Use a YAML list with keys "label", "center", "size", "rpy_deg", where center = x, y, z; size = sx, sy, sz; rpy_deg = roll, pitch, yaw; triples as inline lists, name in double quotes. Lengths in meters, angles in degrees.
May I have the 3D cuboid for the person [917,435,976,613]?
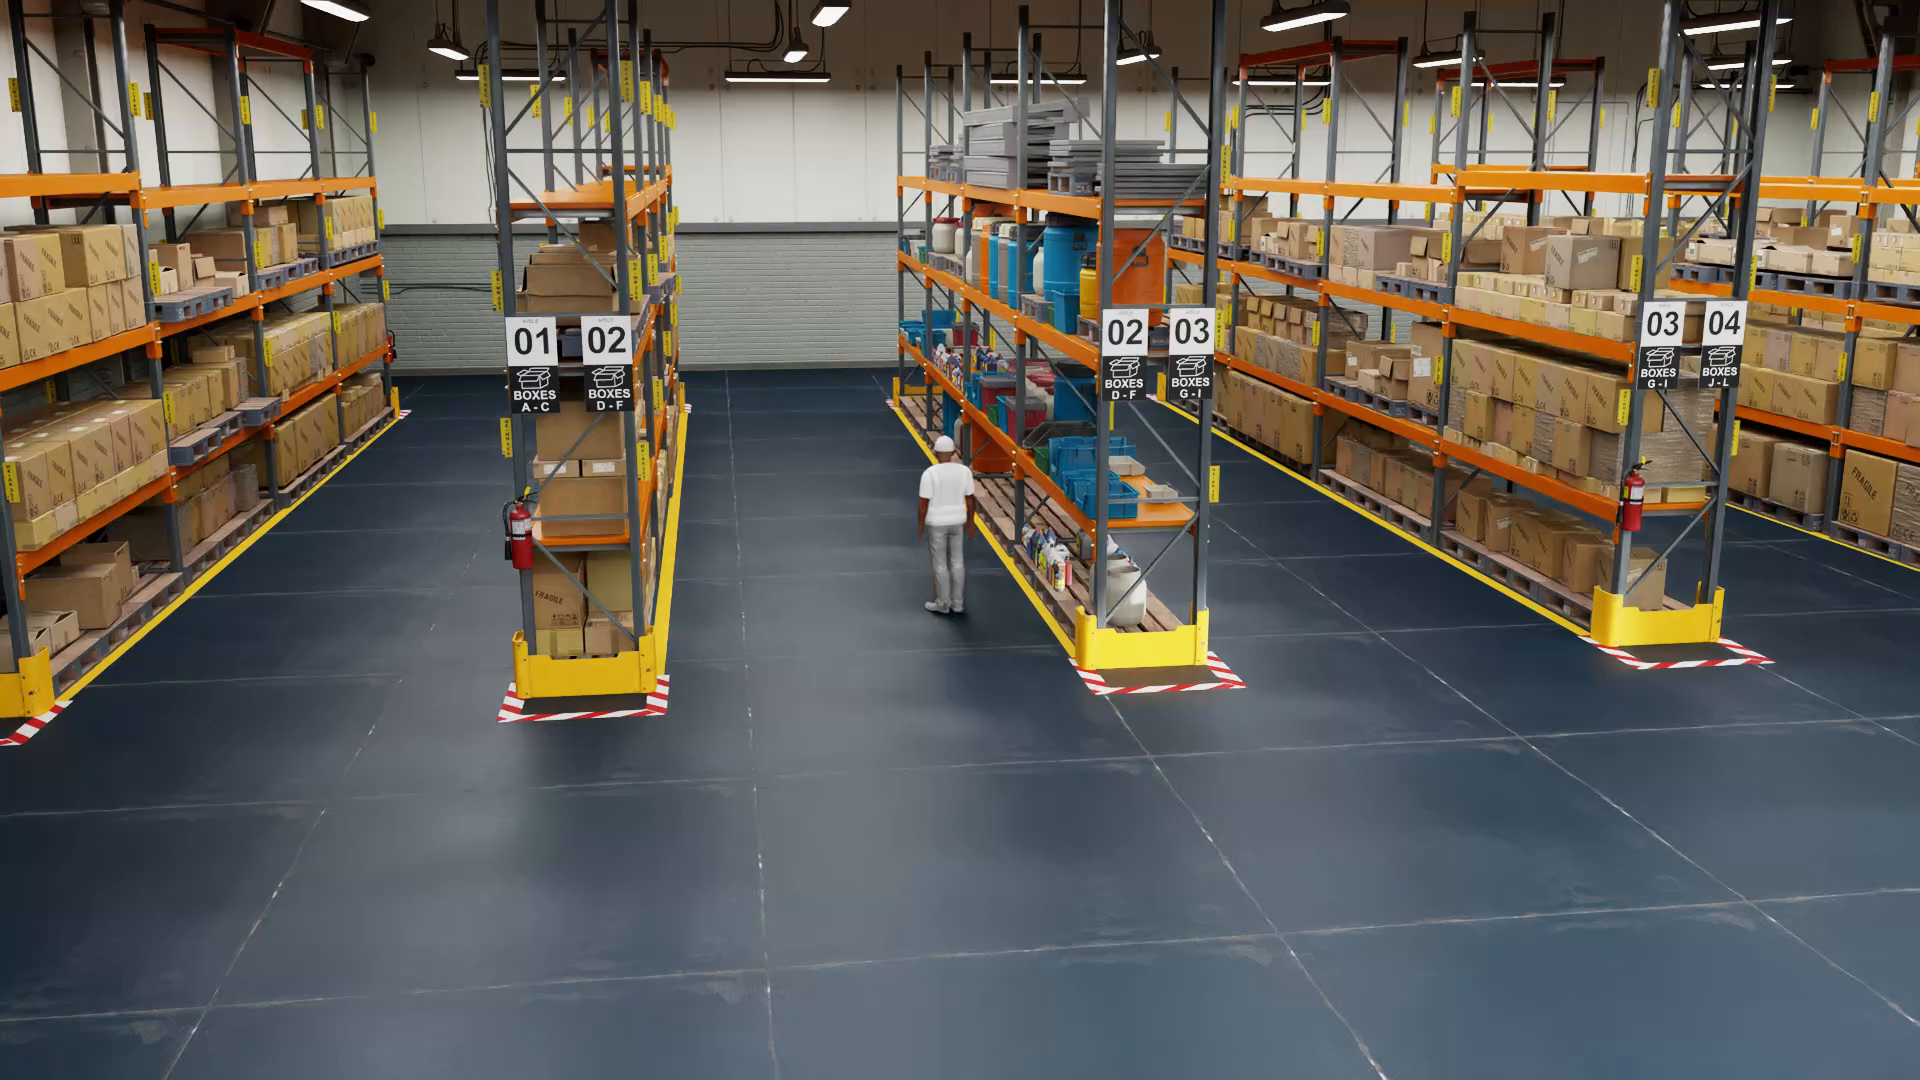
- label: "person"
  center: [-0.137, -0.163, 16.551]
  size: [0.605, 1.766, 0.360]
  rpy_deg: [-5, 14, -21]
